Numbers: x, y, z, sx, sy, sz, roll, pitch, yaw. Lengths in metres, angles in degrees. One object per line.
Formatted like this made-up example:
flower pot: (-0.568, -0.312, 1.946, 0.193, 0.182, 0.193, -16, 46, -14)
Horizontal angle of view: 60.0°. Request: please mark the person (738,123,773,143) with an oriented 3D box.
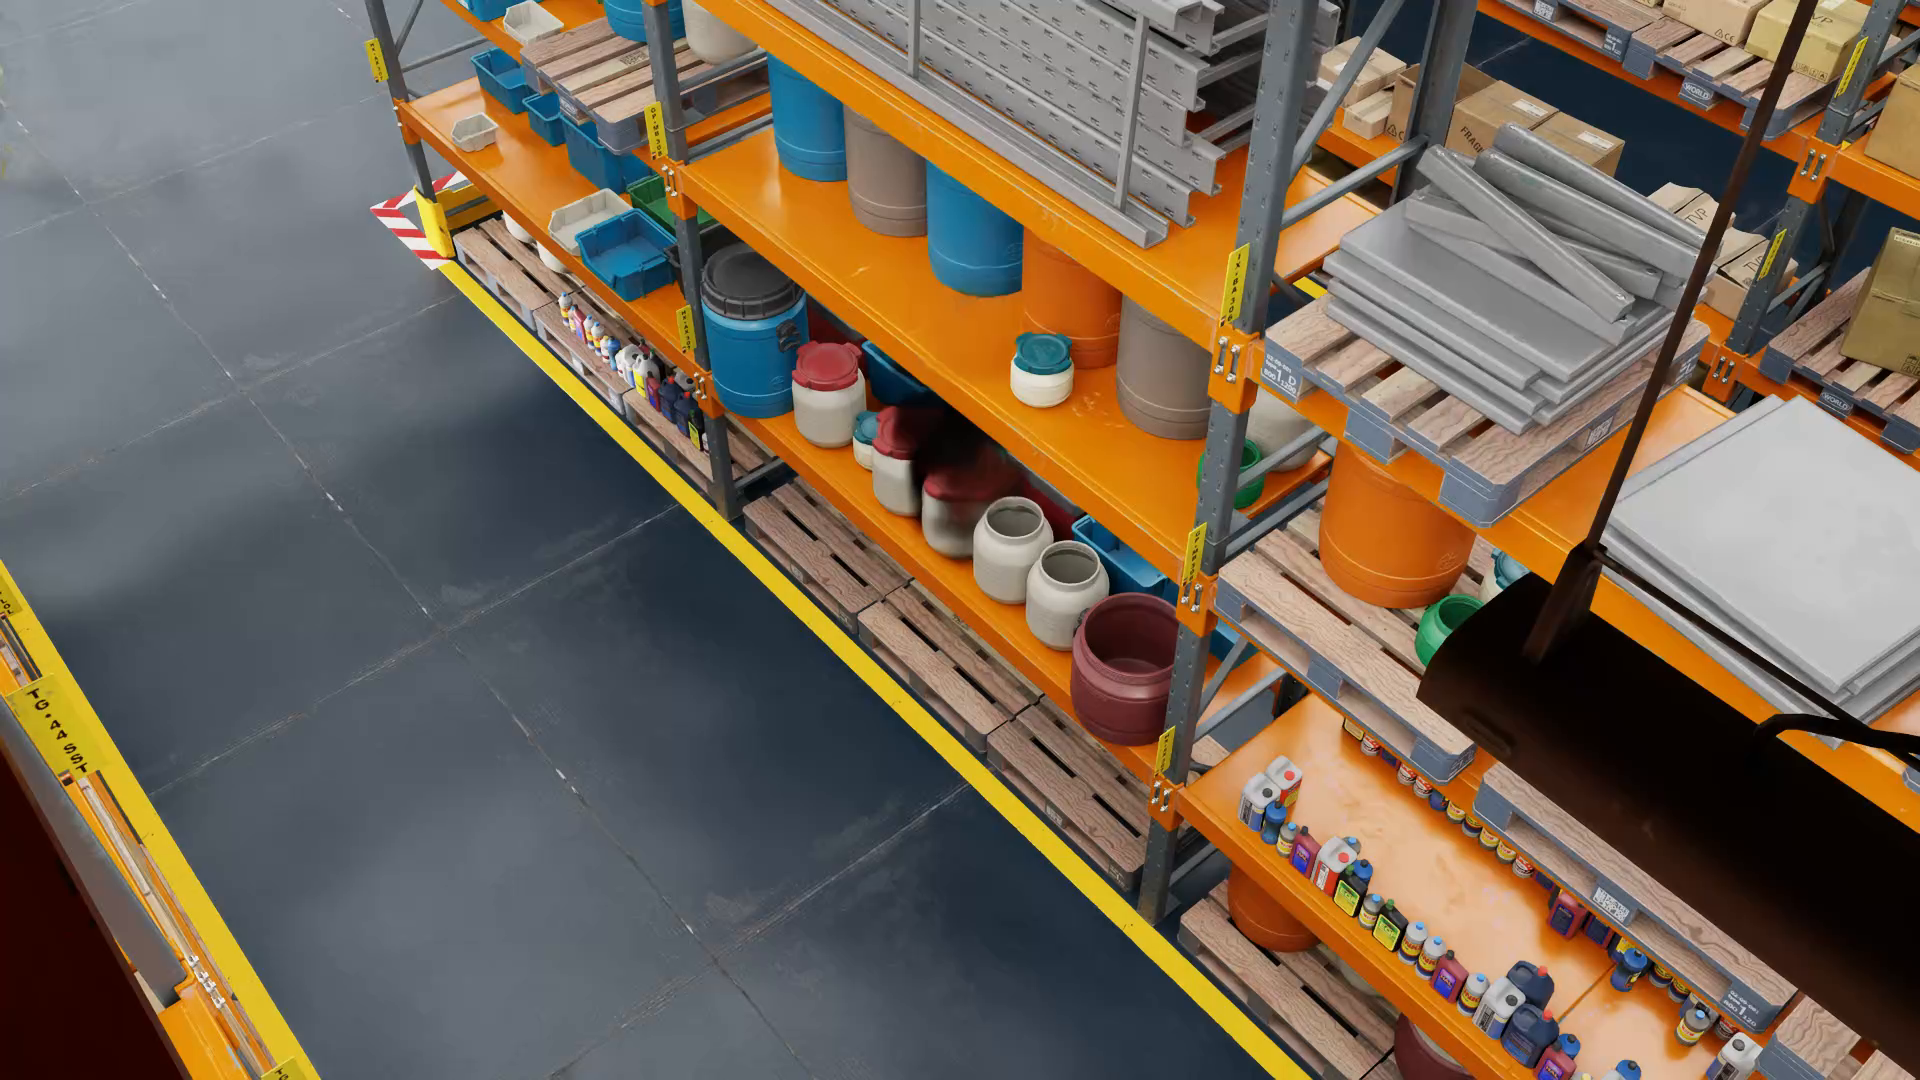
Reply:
person: (-1.542, -3.098, 12.739, 0.564, 1.675, 0.894, -33, 55, -27)
